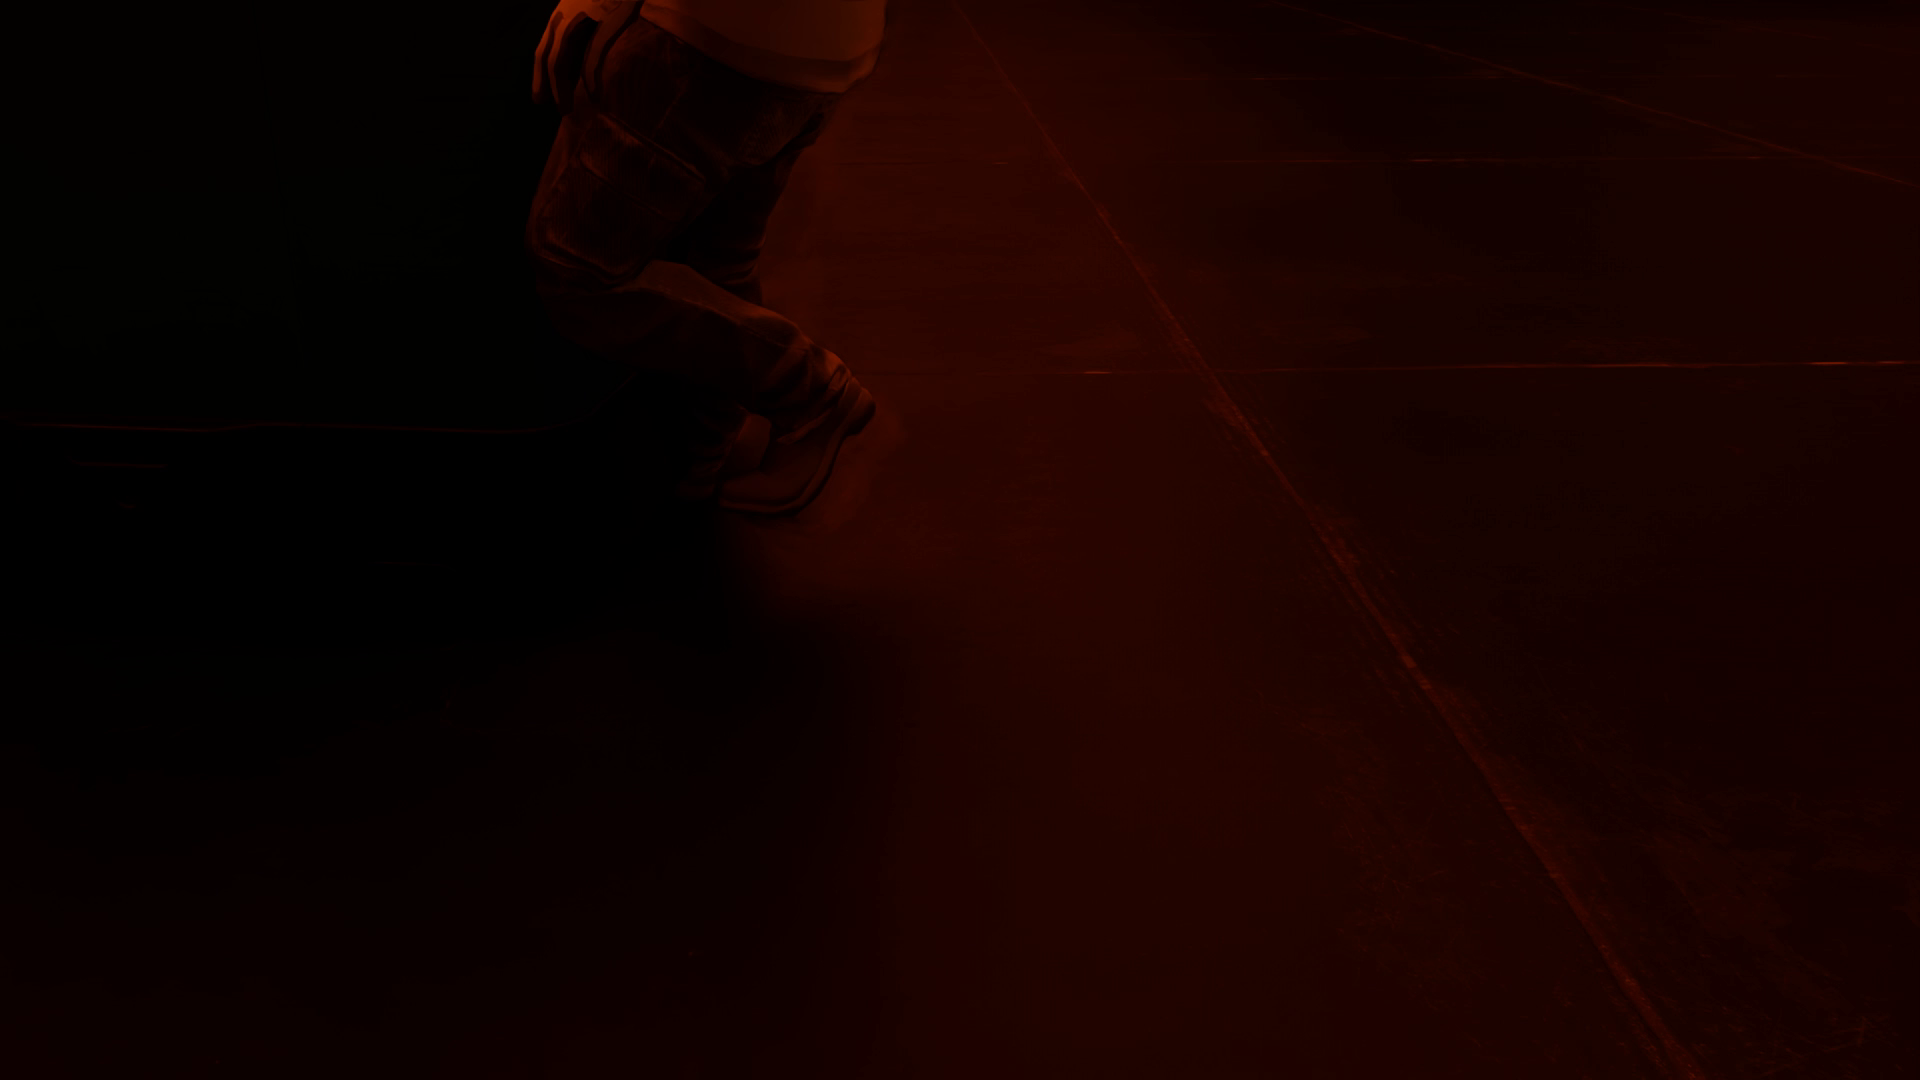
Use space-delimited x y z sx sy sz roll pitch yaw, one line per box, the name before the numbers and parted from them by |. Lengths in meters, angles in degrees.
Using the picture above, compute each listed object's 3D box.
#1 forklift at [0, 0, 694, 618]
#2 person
forklift | -1.971 -1.470 2.471 3.031 2.935 1.130 2 22 6
person | -0.423 -0.737 2.334 0.725 1.692 0.789 3 22 9
